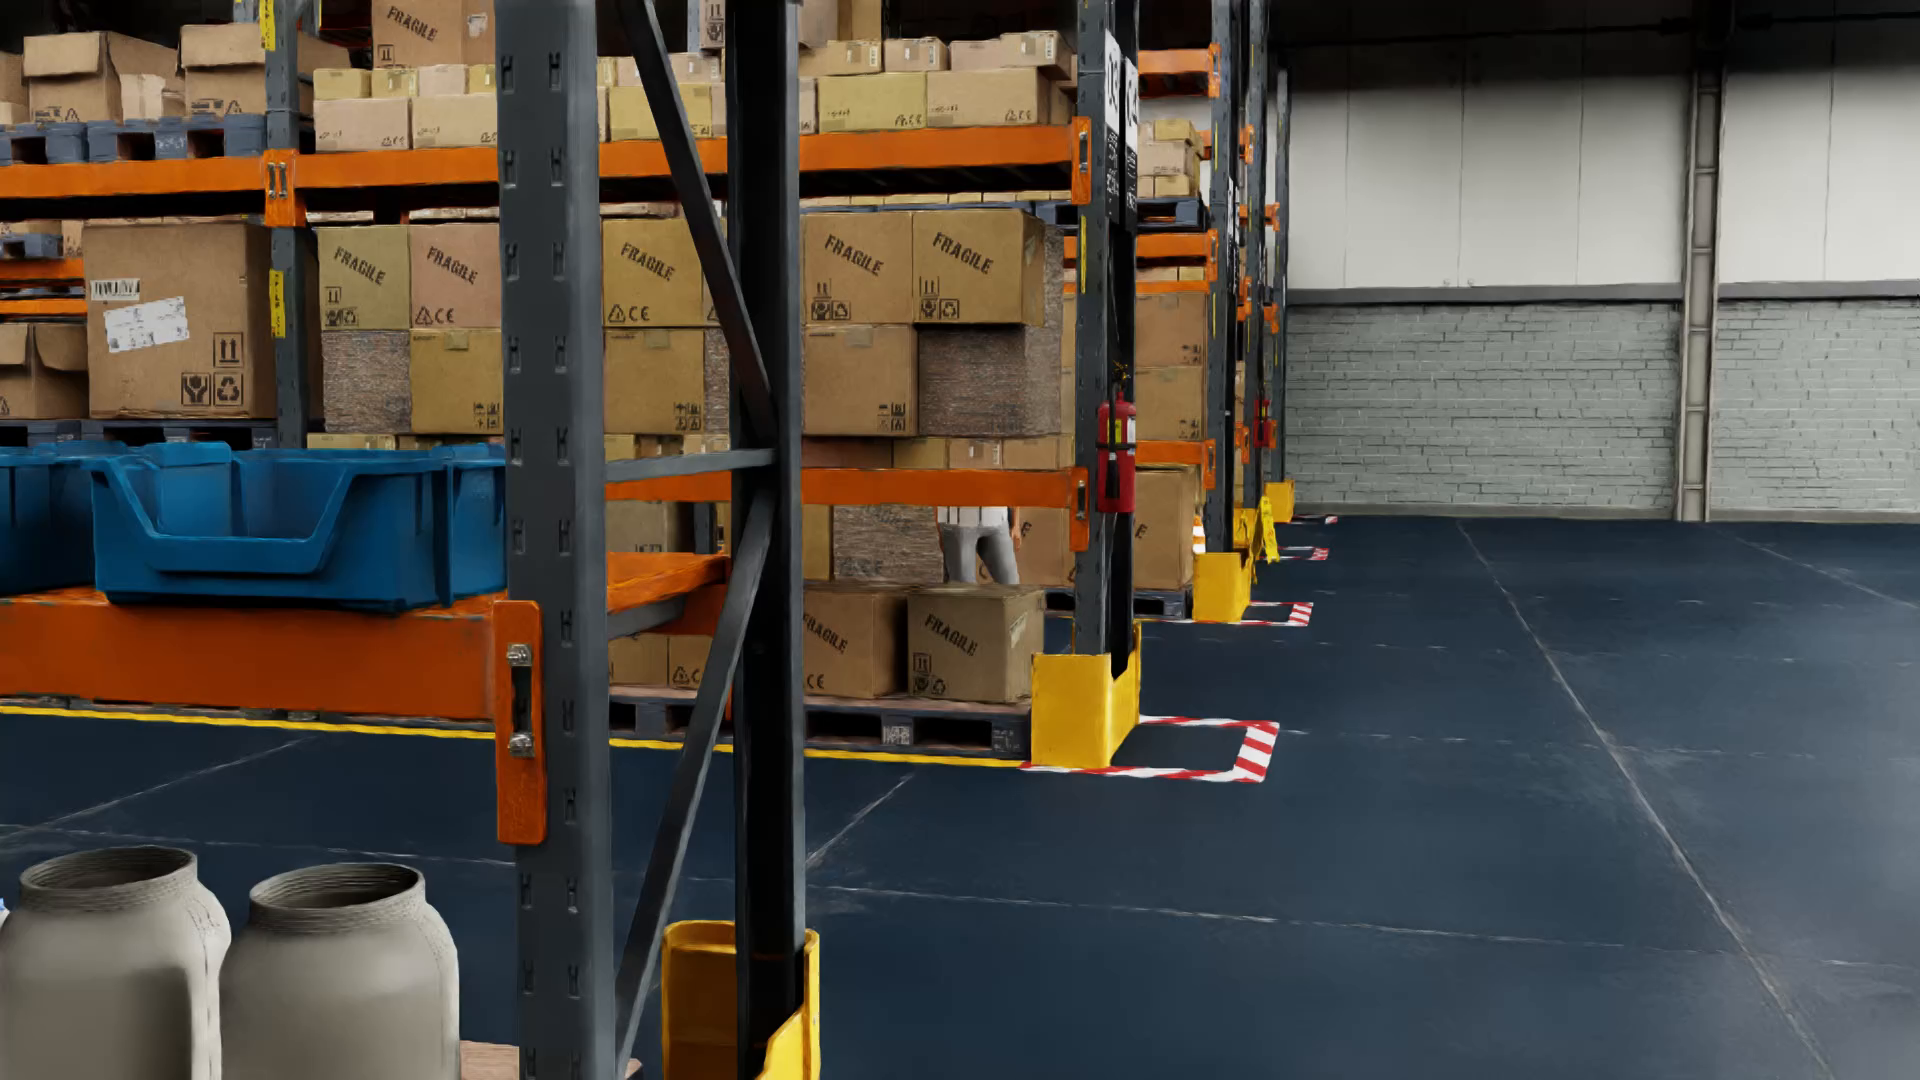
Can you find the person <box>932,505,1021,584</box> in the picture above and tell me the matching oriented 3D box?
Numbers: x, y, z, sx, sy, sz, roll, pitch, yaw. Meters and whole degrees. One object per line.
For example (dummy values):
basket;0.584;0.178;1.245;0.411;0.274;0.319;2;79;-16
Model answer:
person;0.090;-0.063;9.857;0.517;1.662;0.515;-1;5;-14
